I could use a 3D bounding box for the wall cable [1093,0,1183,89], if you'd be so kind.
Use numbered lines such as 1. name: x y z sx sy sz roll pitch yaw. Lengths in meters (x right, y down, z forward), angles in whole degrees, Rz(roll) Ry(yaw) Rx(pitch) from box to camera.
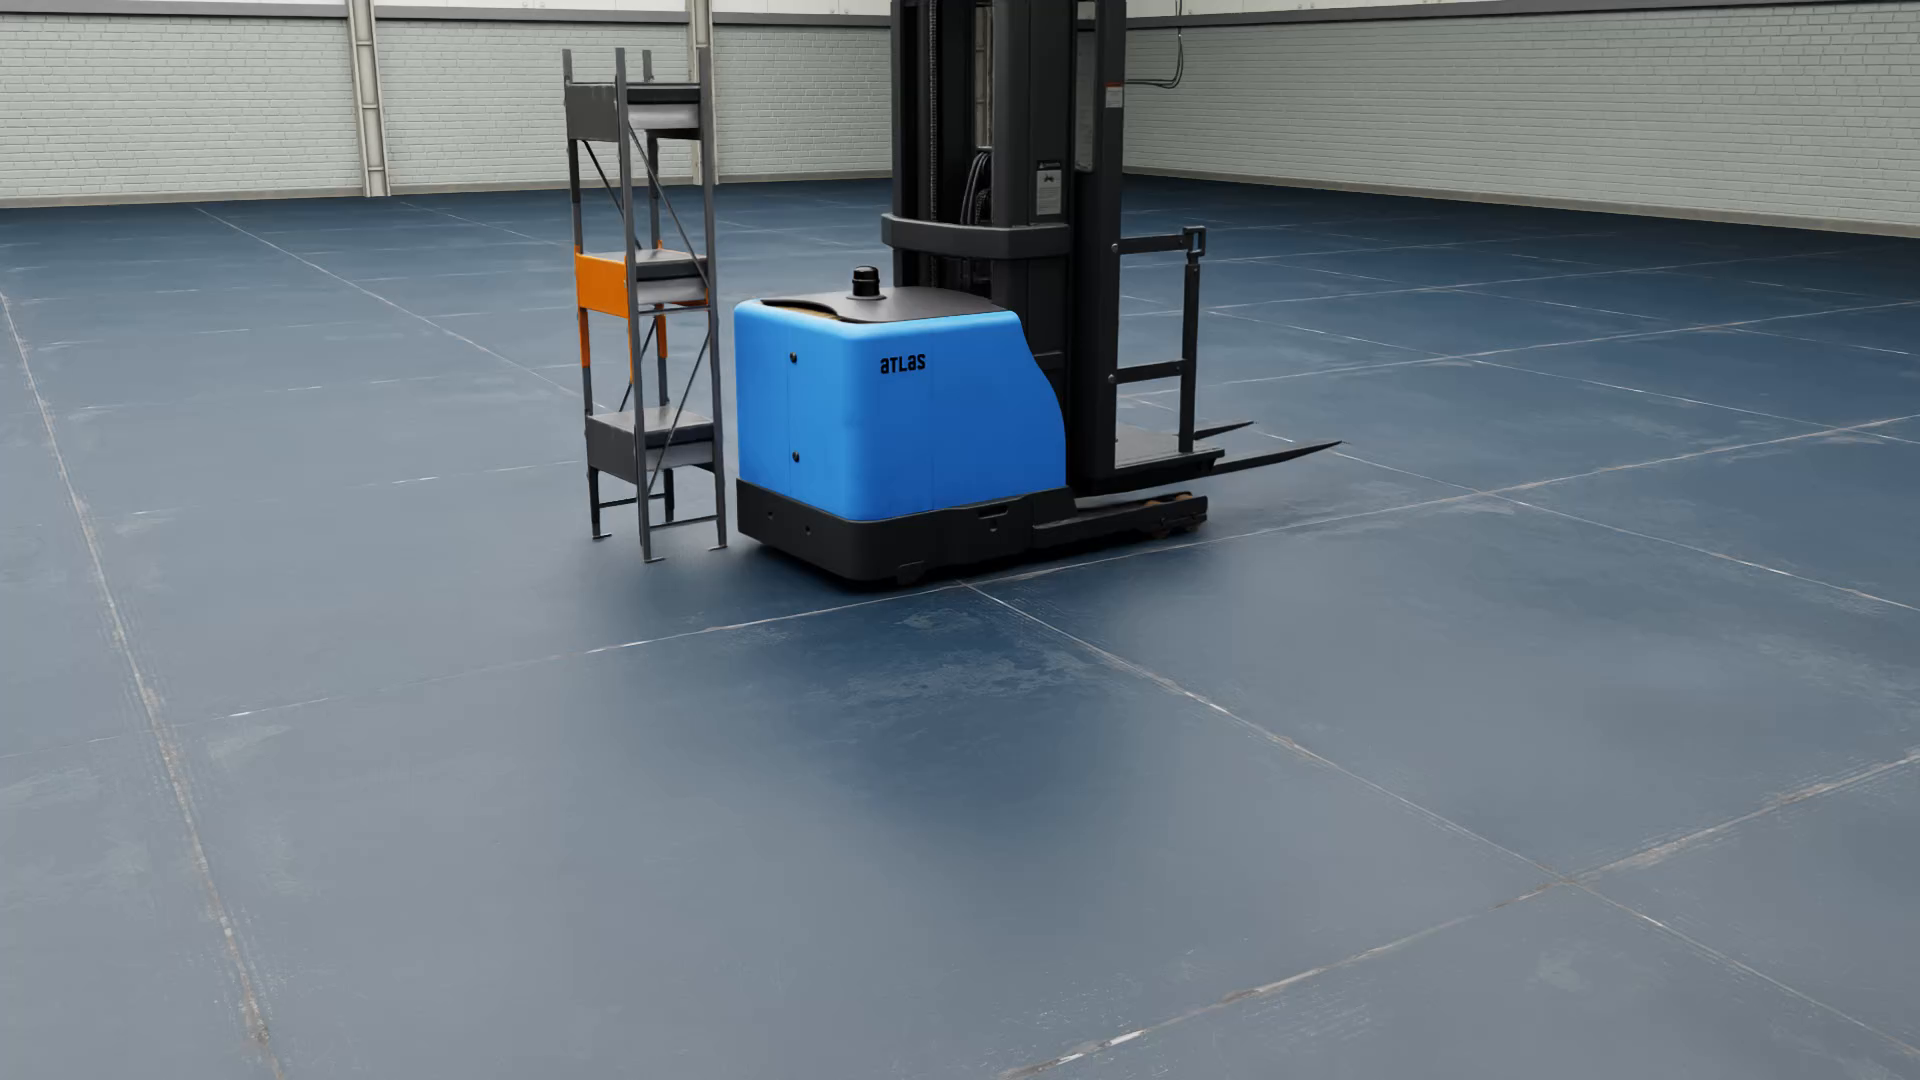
1. wall cable: 3.565 -10.470 33.840 0.112 2.526 3.097 -9 18 -30

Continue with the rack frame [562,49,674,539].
1. rack frame: -1.480 -1.048 7.259 0.400 2.100 0.015 -12 19 -36

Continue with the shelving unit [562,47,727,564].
1. shelving unit: -1.332 -0.996 7.073 0.431 2.100 0.503 -12 19 -36

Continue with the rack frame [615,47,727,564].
1. rack frame: -1.184 -0.944 6.886 0.400 2.100 0.015 -12 19 -36

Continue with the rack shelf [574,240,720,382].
1. rack shelf: -1.332 -0.983 7.076 0.431 0.518 0.480 -12 19 -36

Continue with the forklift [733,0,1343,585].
1. forklift: 0.510 -1.525 7.420 3.031 2.935 1.130 -11 19 -35

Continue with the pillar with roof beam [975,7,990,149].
1. pillar with roof beam: 2.576 -10.865 29.498 0.400 9.000 9.100 -9 18 -30

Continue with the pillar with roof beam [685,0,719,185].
1. pillar with roof beam: -2.567 -10.031 26.523 0.400 9.000 9.100 -9 18 -30

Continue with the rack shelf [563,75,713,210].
1. rack shelf: -1.332 -1.657 6.887 0.431 0.518 0.480 -12 19 -36

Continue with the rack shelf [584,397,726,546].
1. rack shelf: -1.332 -0.309 7.266 0.431 0.518 0.480 -12 19 -36

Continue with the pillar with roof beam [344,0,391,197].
1. pillar with roof beam: -7.711 -9.197 23.547 0.400 9.000 9.100 -9 18 -30
